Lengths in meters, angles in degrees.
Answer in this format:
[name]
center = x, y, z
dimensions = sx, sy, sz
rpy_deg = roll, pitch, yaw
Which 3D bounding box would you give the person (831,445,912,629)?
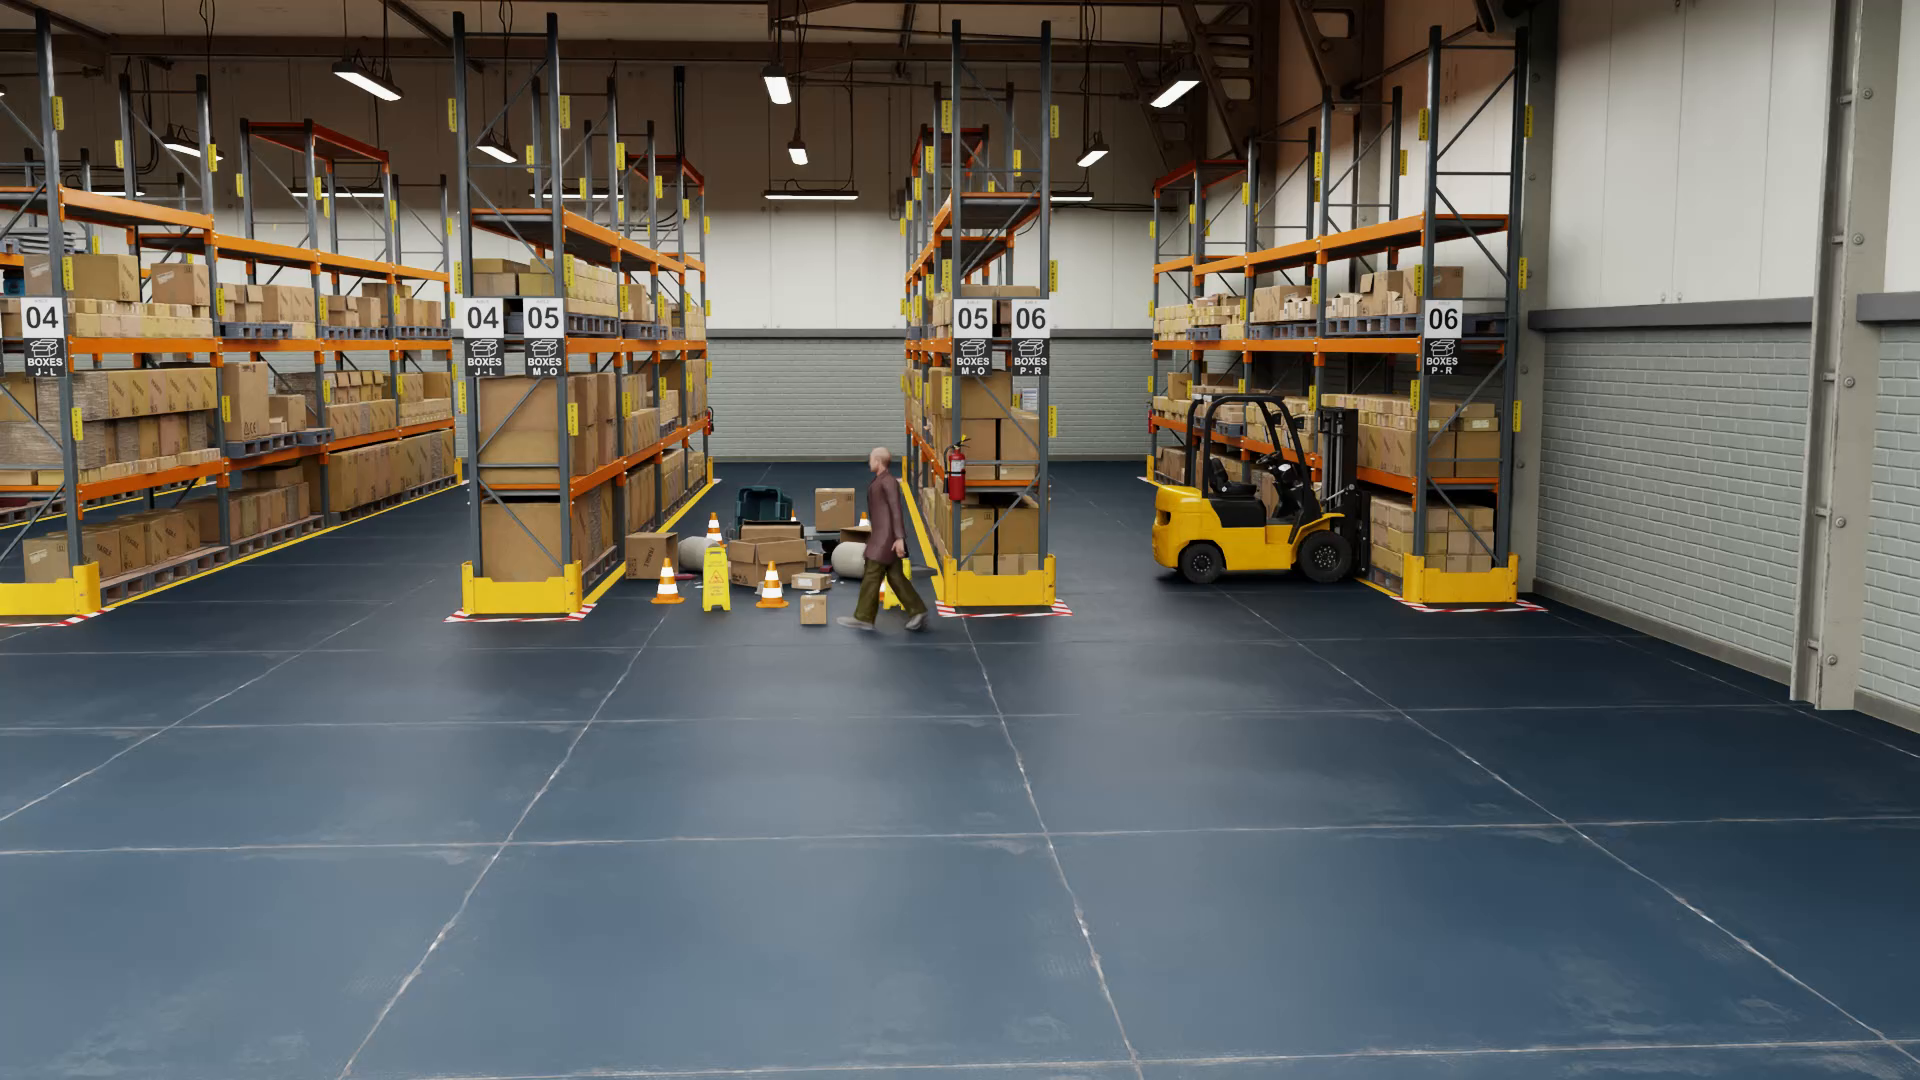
[person]
center = -0.858, -0.036, 16.092
dimensions = 0.791, 1.767, 0.638
rpy_deg = -1, 7, -5
